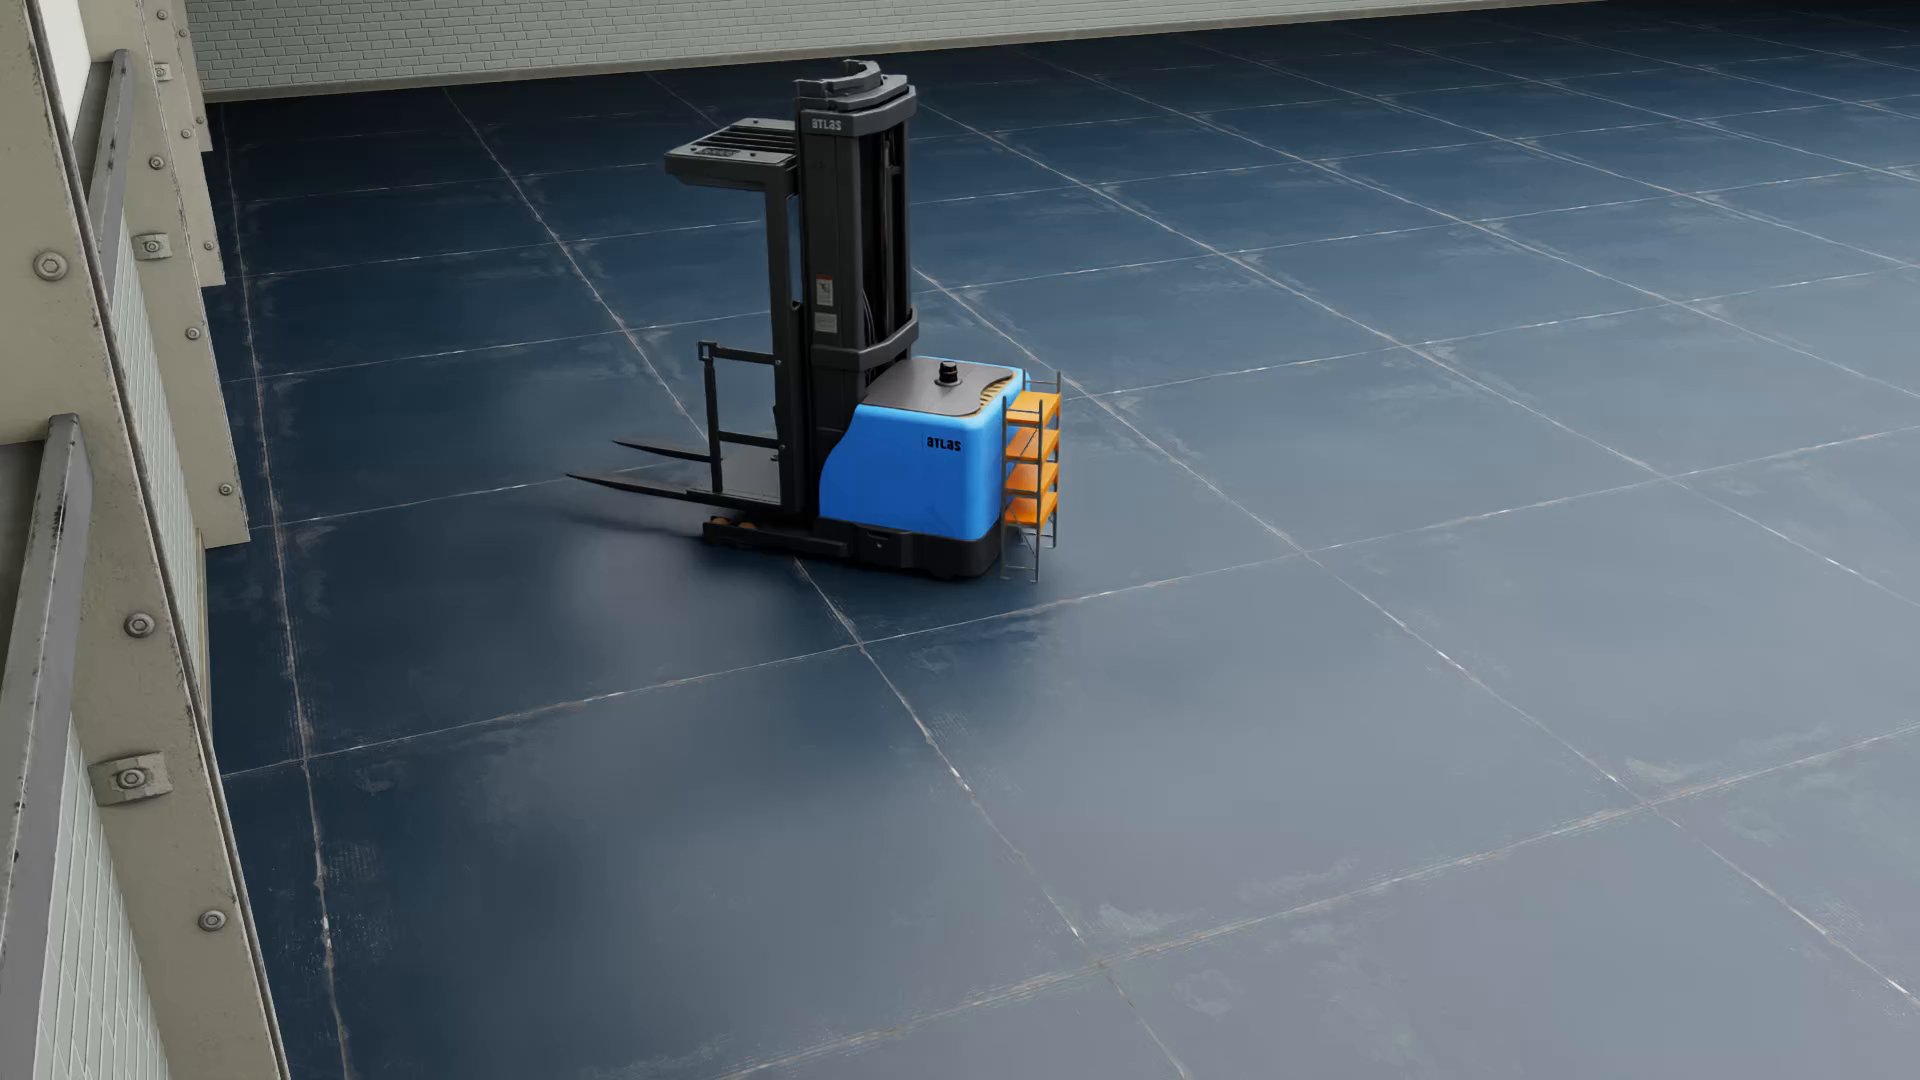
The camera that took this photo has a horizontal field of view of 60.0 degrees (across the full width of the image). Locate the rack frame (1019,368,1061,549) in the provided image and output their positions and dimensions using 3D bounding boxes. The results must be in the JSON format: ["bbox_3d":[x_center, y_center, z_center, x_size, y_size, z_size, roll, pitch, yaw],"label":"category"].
[{"bbox_3d":[0.499,-0.498,10.403,0.240,1.200,0.015,7,27,14],"label":"rack frame"}]

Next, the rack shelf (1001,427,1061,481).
[{"bbox_3d":[0.433,-0.536,10.123,0.258,0.148,0.480,7,27,14],"label":"rack shelf"}]

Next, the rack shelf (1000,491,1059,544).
[{"bbox_3d":[0.433,-0.156,10.308,0.258,0.148,0.480,7,27,14],"label":"rack shelf"}]

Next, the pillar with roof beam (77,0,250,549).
[{"bbox_3d":[-0.839,-4.828,10.382,9.100,9.000,0.400,-11,28,-21],"label":"pillar with roof beam"}]

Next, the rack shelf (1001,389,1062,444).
[{"bbox_3d":[0.433,-0.748,10.019,0.258,0.148,0.480,7,27,14],"label":"rack shelf"}]

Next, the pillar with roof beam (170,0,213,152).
[{"bbox_3d":[-5.538,-9.672,20.304,9.100,9.000,0.400,-11,28,-21],"label":"pillar with roof beam"}]

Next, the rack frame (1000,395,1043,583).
[{"bbox_3d":[0.368,-0.292,9.981,0.240,1.200,0.015,7,27,14],"label":"rack frame"}]

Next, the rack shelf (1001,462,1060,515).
[{"bbox_3d":[0.433,-0.335,10.221,0.258,0.148,0.480,7,27,14],"label":"rack shelf"}]

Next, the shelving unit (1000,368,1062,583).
[{"bbox_3d":[0.433,-0.395,10.192,0.258,1.200,0.503,7,27,14],"label":"shelving unit"}]

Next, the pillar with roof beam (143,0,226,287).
[{"bbox_3d":[-3.188,-7.250,15.343,9.100,9.000,0.400,-11,28,-21],"label":"pillar with roof beam"}]

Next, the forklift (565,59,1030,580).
[{"bbox_3d":[-1.116,-1.465,10.409,3.031,2.935,1.130,9,28,18],"label":"forklift"}]
